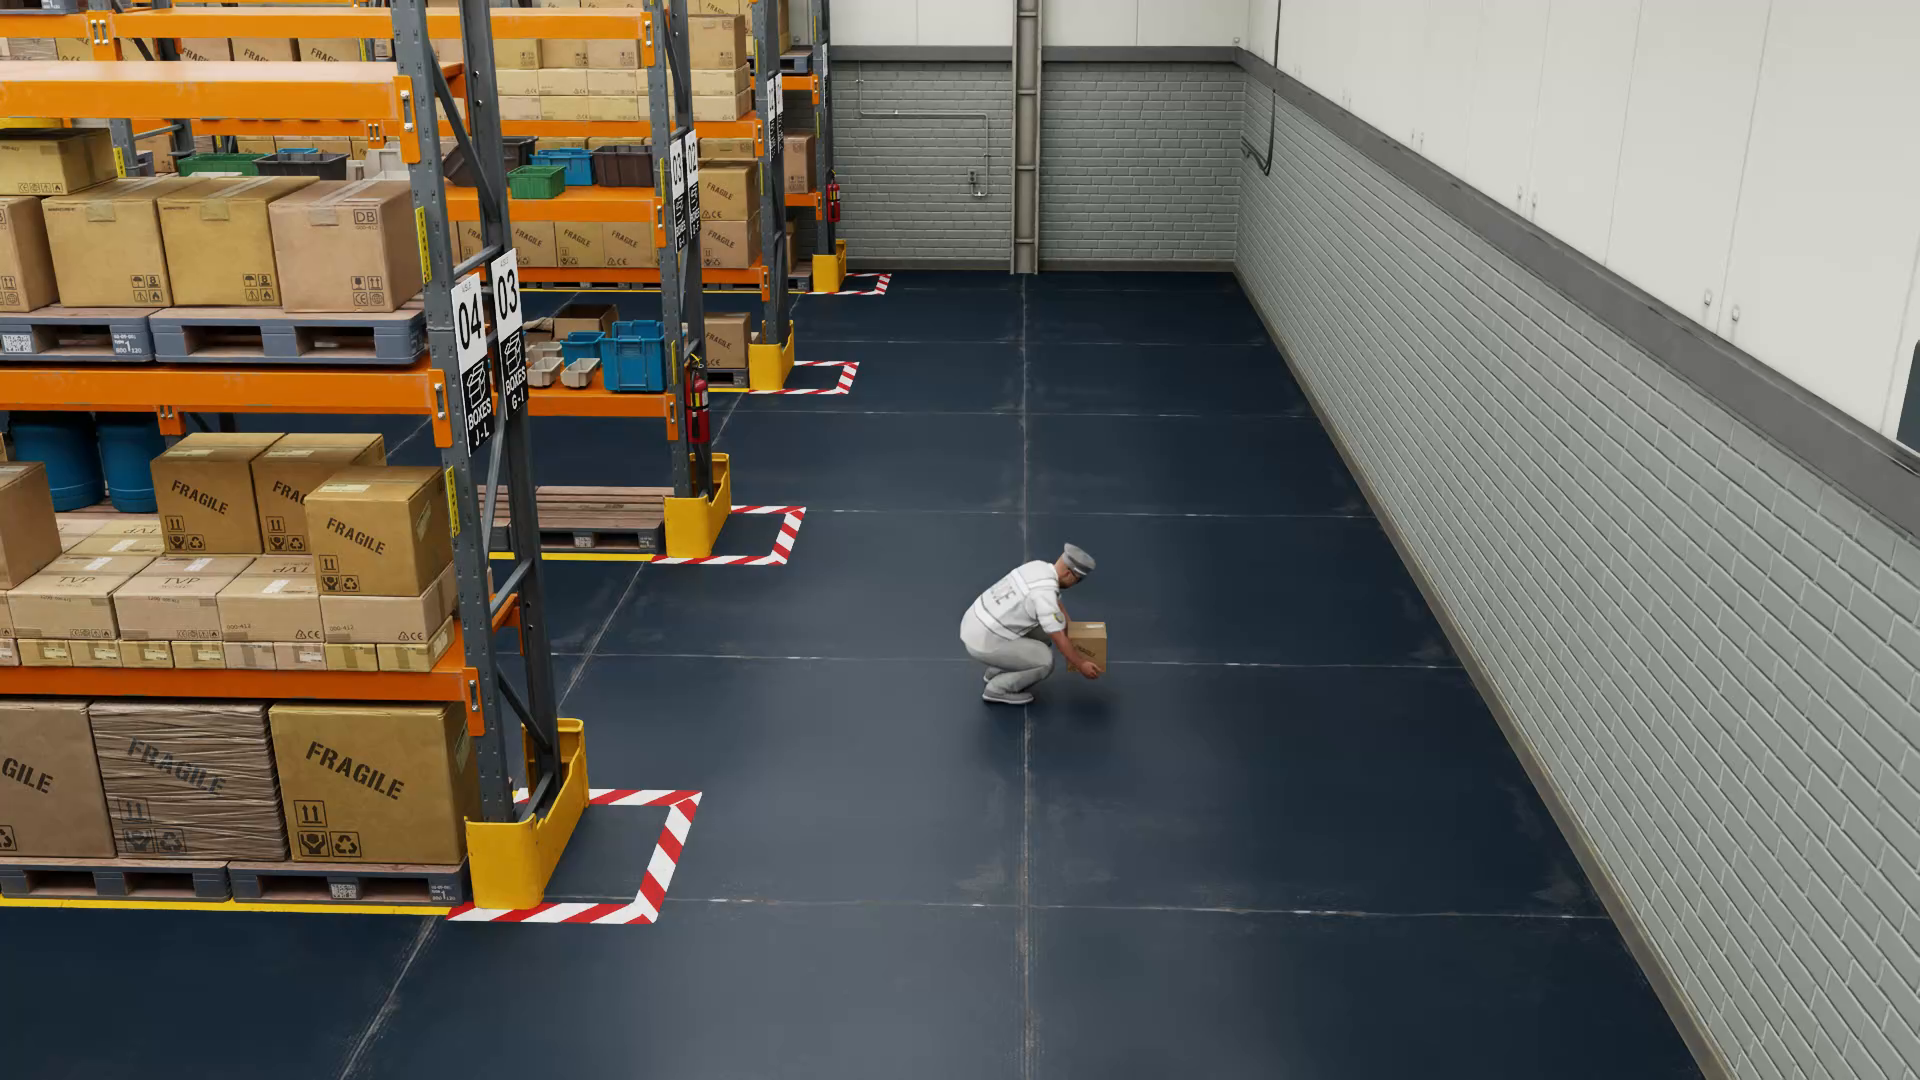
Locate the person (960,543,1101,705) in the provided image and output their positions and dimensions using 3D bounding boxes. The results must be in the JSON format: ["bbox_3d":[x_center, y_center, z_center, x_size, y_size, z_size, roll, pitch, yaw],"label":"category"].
[{"bbox_3d":[0.457,0.527,10.744,0.907,1.009,0.556,1,21,2],"label":"person"}]
